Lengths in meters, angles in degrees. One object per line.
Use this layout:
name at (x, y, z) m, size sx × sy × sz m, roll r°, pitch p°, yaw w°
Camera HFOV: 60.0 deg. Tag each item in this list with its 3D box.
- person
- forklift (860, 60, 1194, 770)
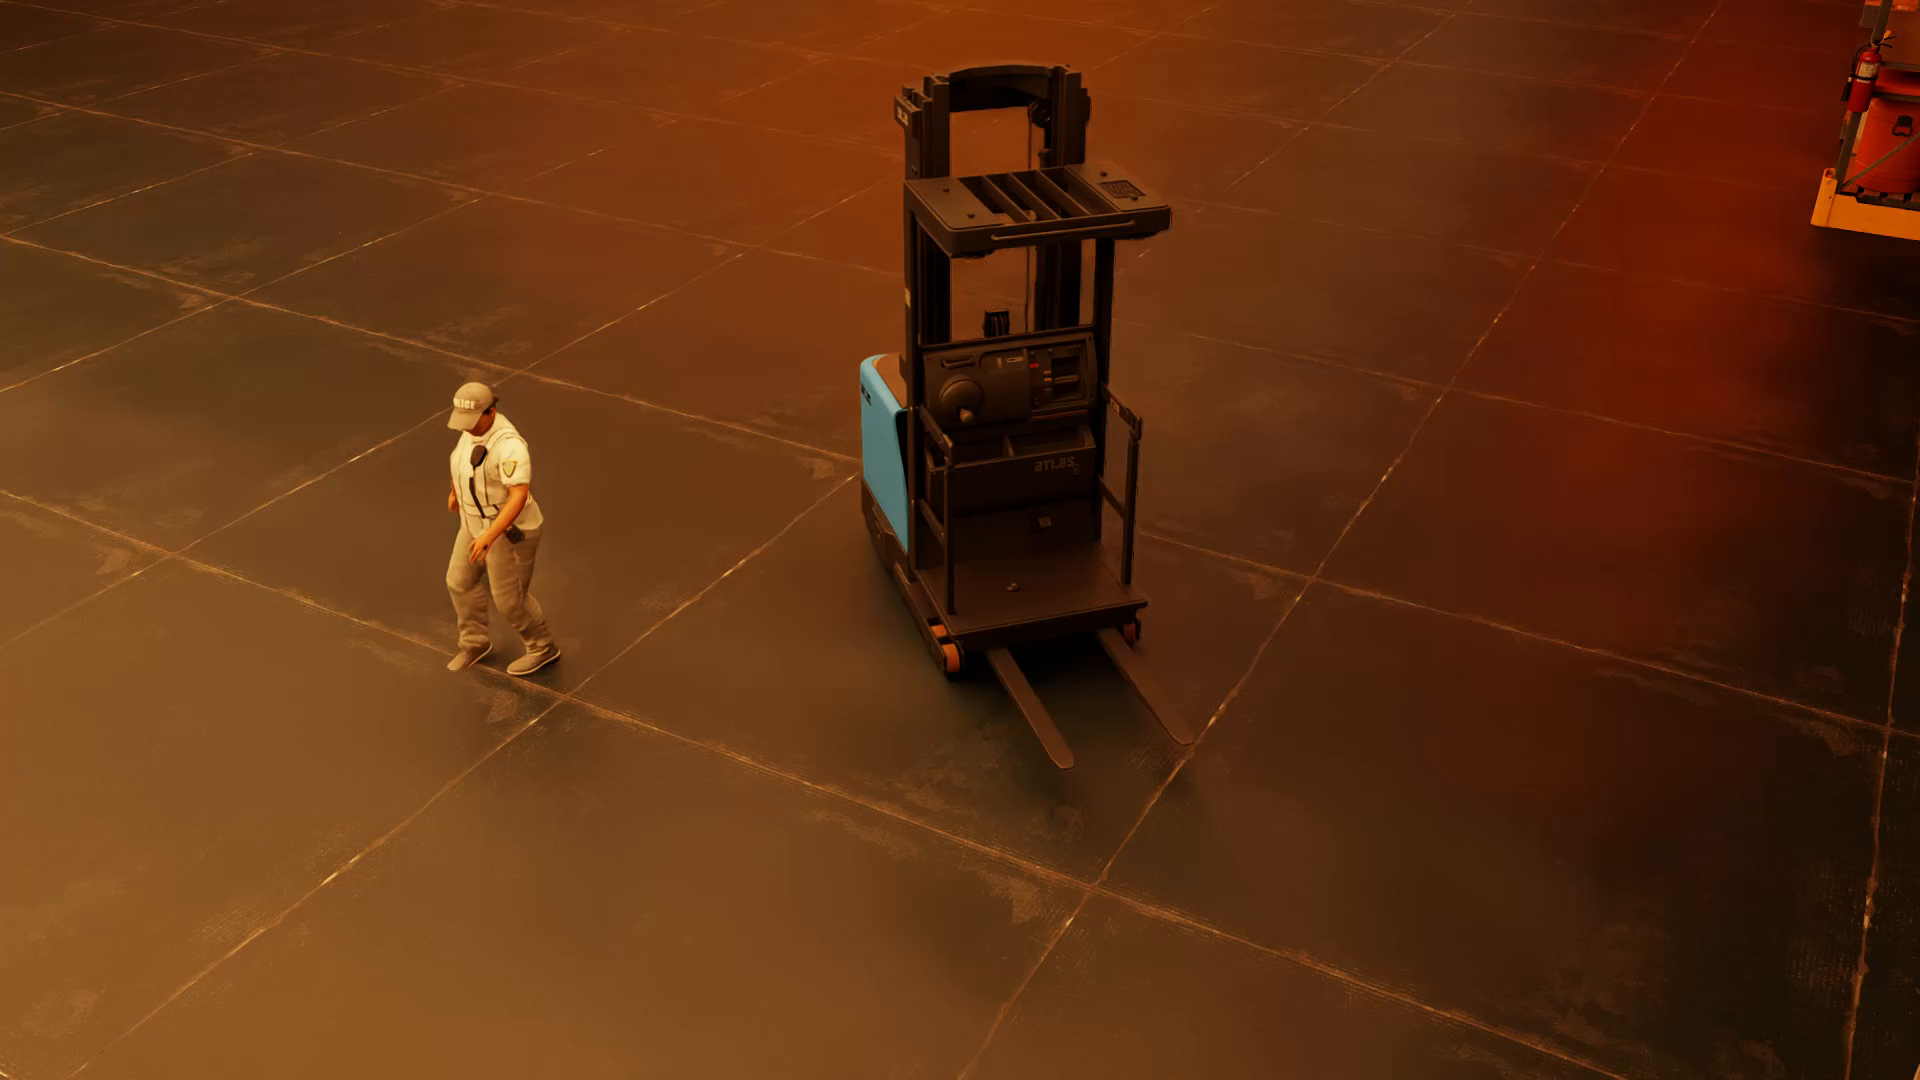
person at (-2.423, -0.015, 8.456) m, size 0.564 × 1.694 × 0.907 m, roll -21°, pitch 36°, yaw -32°
forklift at (0.333, -0.784, 8.429) m, size 1.130 × 2.935 × 3.031 m, roll -9°, pitch 31°, yaw -15°
